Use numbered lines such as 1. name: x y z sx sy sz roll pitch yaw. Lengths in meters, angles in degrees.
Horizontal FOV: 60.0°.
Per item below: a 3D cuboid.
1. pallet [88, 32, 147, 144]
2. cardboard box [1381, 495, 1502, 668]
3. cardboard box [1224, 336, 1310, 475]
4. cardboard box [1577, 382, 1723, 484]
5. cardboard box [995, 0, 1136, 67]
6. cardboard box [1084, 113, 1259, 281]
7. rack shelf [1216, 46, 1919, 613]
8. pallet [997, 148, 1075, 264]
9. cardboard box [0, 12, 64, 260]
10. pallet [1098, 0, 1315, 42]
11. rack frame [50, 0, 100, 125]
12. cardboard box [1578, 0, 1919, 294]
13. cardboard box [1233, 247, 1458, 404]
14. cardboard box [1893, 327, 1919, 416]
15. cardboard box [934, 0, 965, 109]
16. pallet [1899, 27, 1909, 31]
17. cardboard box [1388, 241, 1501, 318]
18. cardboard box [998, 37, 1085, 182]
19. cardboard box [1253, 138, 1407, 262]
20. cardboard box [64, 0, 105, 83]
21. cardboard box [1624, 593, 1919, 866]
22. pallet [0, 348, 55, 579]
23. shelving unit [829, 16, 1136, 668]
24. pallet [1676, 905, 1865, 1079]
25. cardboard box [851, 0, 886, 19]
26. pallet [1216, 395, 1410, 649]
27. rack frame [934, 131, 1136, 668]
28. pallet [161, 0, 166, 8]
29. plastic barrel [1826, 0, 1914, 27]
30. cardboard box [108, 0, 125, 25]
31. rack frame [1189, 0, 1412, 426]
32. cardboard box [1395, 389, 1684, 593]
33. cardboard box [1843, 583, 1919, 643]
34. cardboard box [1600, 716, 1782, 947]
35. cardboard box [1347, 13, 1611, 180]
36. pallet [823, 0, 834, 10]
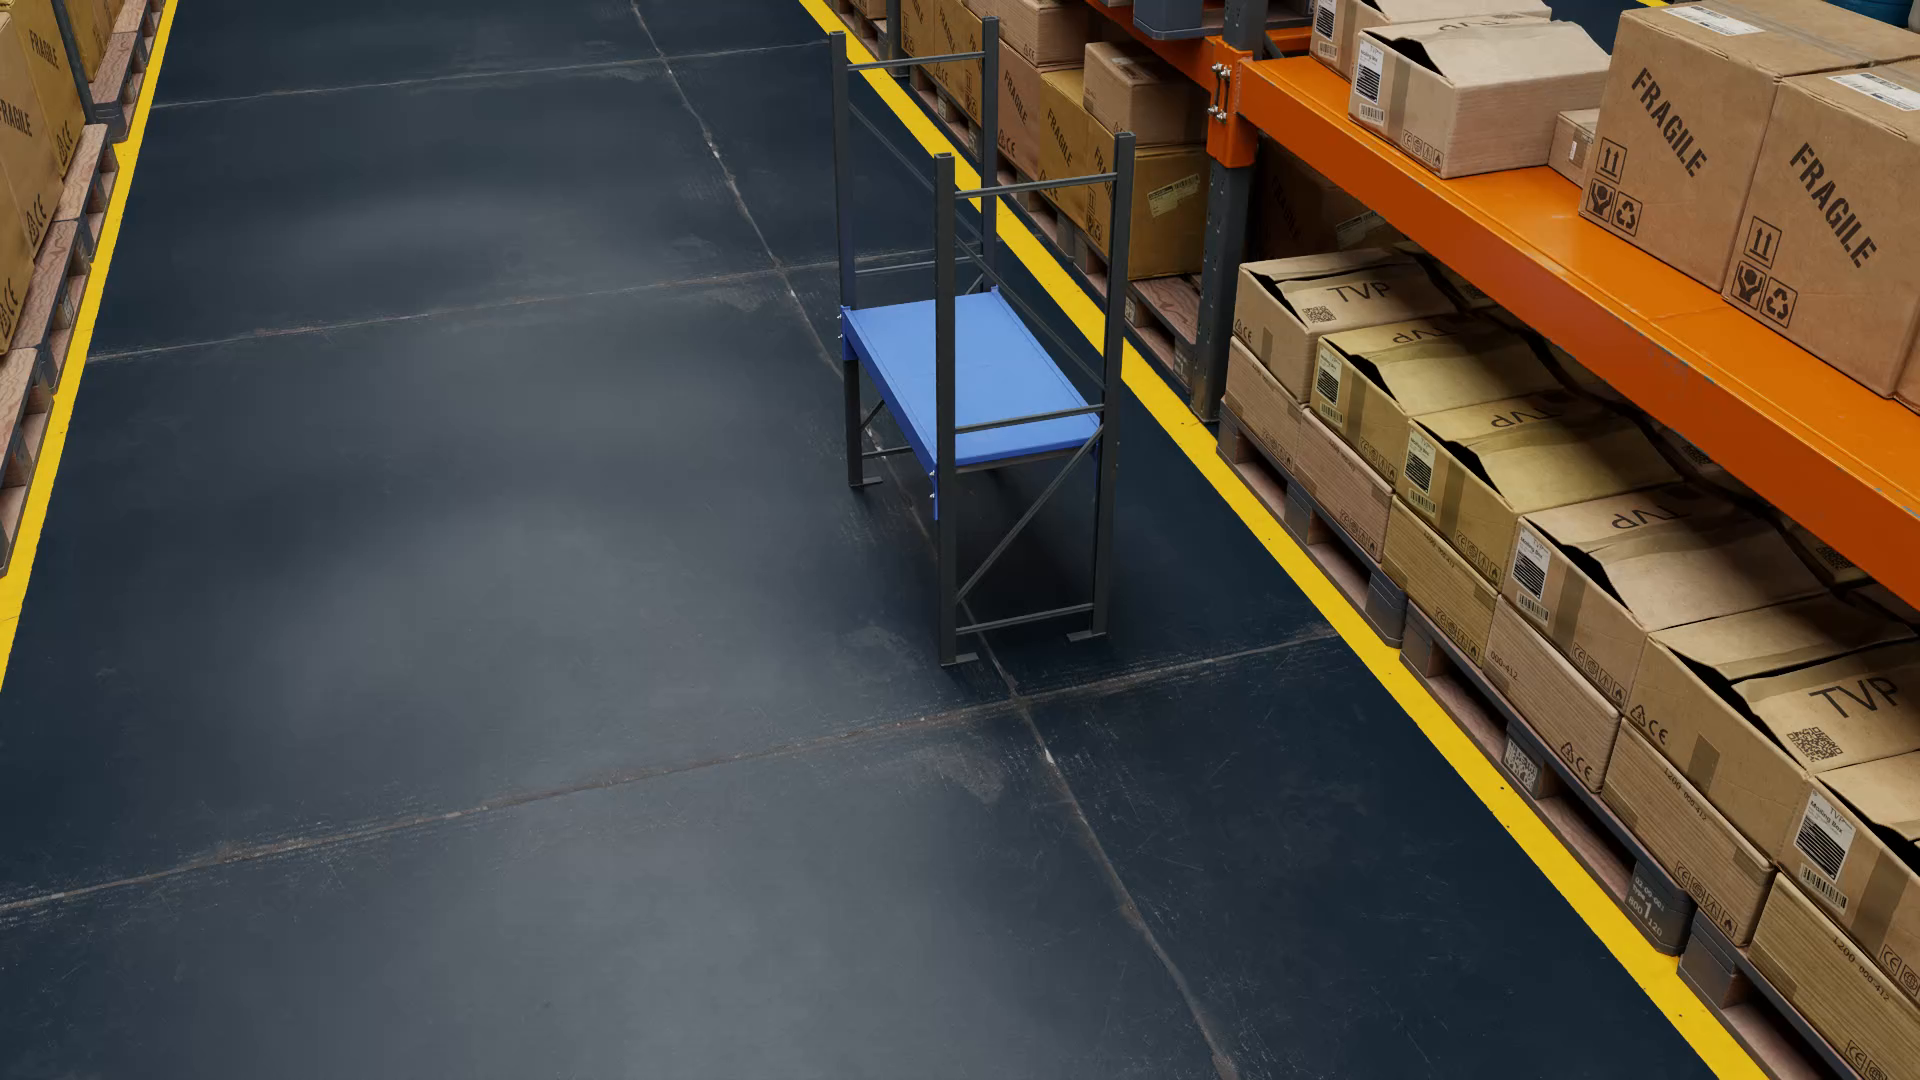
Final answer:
1. pallet: -4.778 -2.285 8.516 1.003 0.211 1.213 -10 35 -15
2. cardboard box: 1.514 0.061 4.549 0.500 0.250 0.500 -11 35 -16
3. cardboard box: 1.196 -0.474 5.360 0.500 0.250 0.500 -10 35 -15
4. cardboard box: 2.026 -0.262 4.530 0.500 0.311 0.500 -10 35 -15
5. cardboard box: 0.470 -2.241 7.109 0.500 0.250 0.500 -11 35 -16
6. cardboard box: 0.807 -1.363 6.460 0.500 0.500 0.500 -9 34 -13
7. rack shelf: 1.926 -0.420 3.818 1.077 0.370 4.000 -10 35 -15
8. pallet: 0.756 -1.645 7.548 1.003 0.211 1.213 -10 35 -15
9. cardboard box: -4.025 -1.528 6.411 0.750 0.750 0.750 -9 35 -13
10. pallet: 1.042 -2.035 5.782 1.213 0.211 1.003 -10 35 -15
11. rack frame: -4.621 -3.036 7.123 1.000 3.000 0.127 -10 35 -15
12. cardboard box: 1.843 -0.934 3.852 0.500 0.500 0.500 -12 35 -17
13. cardboard box: 1.196 -0.708 5.205 0.500 0.311 0.500 -9 34 -13
14. cardboard box: 2.157 -0.395 3.036 0.500 0.500 0.500 -8 34 -11
15. cardboard box: 0.185 -2.438 8.087 0.500 0.500 0.500 -10 35 -14
16. pallet: 5.386 -2.485 8.819 1.003 0.211 1.213 -10 35 -15
17. cardboard box: 1.710 -0.799 5.343 0.500 0.311 0.500 -9 35 -13
18. cardboard box: 0.484 -1.909 7.287 0.500 0.500 0.500 -11 35 -17
19. cardboard box: 1.449 -1.198 6.211 0.500 0.500 0.500 -9 34 -13
20. cardboard box: -4.751 -2.578 8.317 0.700 0.500 0.500 -10 35 -14
21. cardboard box: 1.825 0.369 3.576 0.500 0.311 0.500 -10 35 -15
22. pallet: -3.569 -0.199 5.359 1.003 0.211 1.213 -10 35 -15
23. shelving unit: 0.026 -0.581 4.769 0.538 1.500 1.048 -10 35 -15
24. pallet: 2.274 1.113 3.375 1.003 0.211 1.213 -10 35 -15
25. cardboard box: -0.348 -3.263 9.335 0.500 0.500 0.500 -10 35 -15
26. pallet: 1.530 -0.168 5.313 1.003 0.211 1.213 -10 35 -15
27. rack frame: 0.181 -0.314 4.365 0.500 1.500 0.032 -10 35 -15
28. pallet: -5.522 -3.566 10.455 1.003 0.211 1.213 -10 35 -15
29. plastic barrel: 5.180 -3.341 9.108 0.600 0.901 0.708 -10 35 -15
30. cardboard box: -5.056 -3.112 9.125 0.700 0.500 0.500 -9 35 -14
31. rack frame: 1.316 -1.771 5.209 1.000 3.000 0.127 -10 35 -15
32. cardboard box: 1.518 -0.166 4.384 0.500 0.311 0.500 -11 35 -16
33. cardboard box: 2.340 0.273 3.720 0.500 0.311 0.500 -11 35 -16
34. cardboard box: 1.824 0.598 3.737 0.500 0.250 0.500 -9 35 -14
35. cardboard box: 1.404 -1.231 4.473 0.500 0.311 0.500 -10 35 -15
36. pallet: -0.489 -3.710 10.673 1.003 0.211 1.213 -10 35 -15
